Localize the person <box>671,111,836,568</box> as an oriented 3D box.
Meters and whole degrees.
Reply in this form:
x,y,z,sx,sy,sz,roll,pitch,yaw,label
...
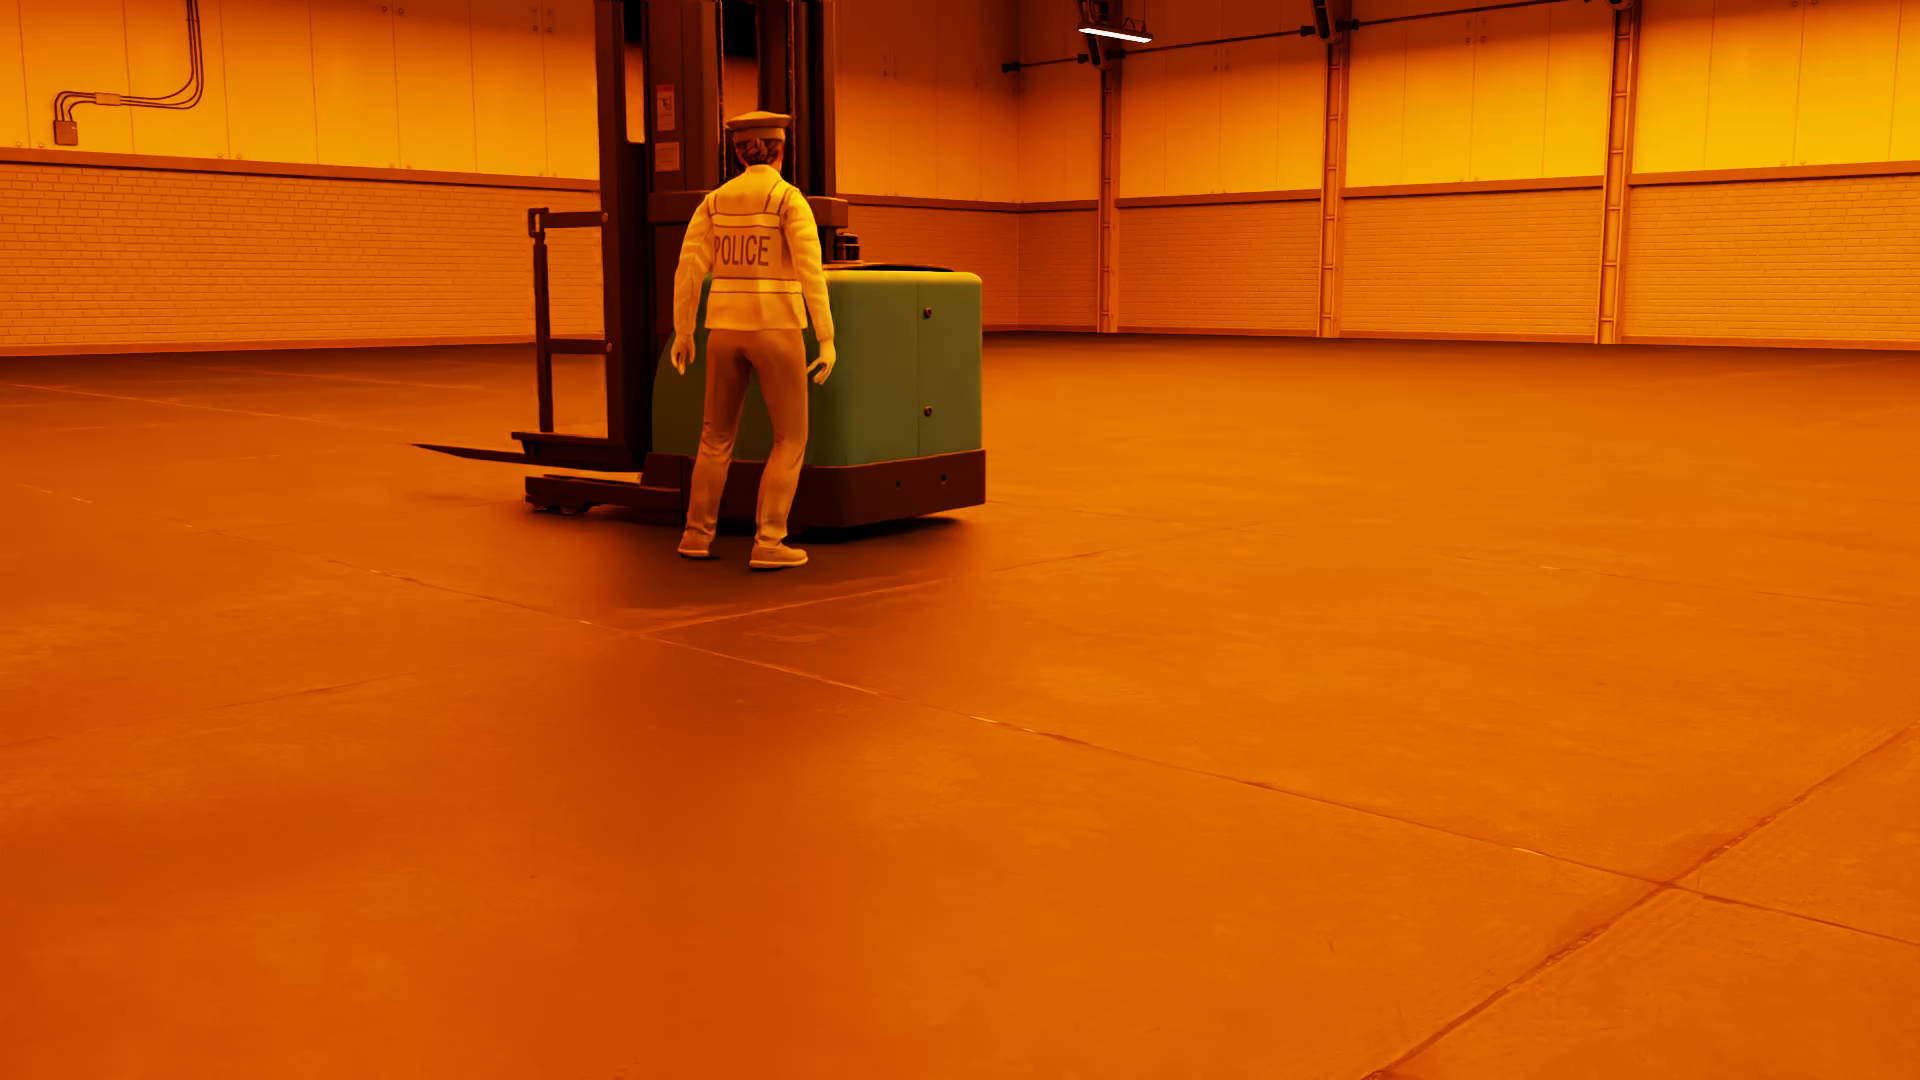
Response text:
x,y,z,sx,sy,sz,roll,pitch,yaw,label
-0.760,-0.723,6.052,0.774,1.640,0.373,4,9,24,person

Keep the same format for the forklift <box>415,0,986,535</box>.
x,y,z,sx,sy,sz,roll,pitch,yaw,label
-1.367,-1.618,7.622,3.031,2.935,1.130,6,11,37,forklift
